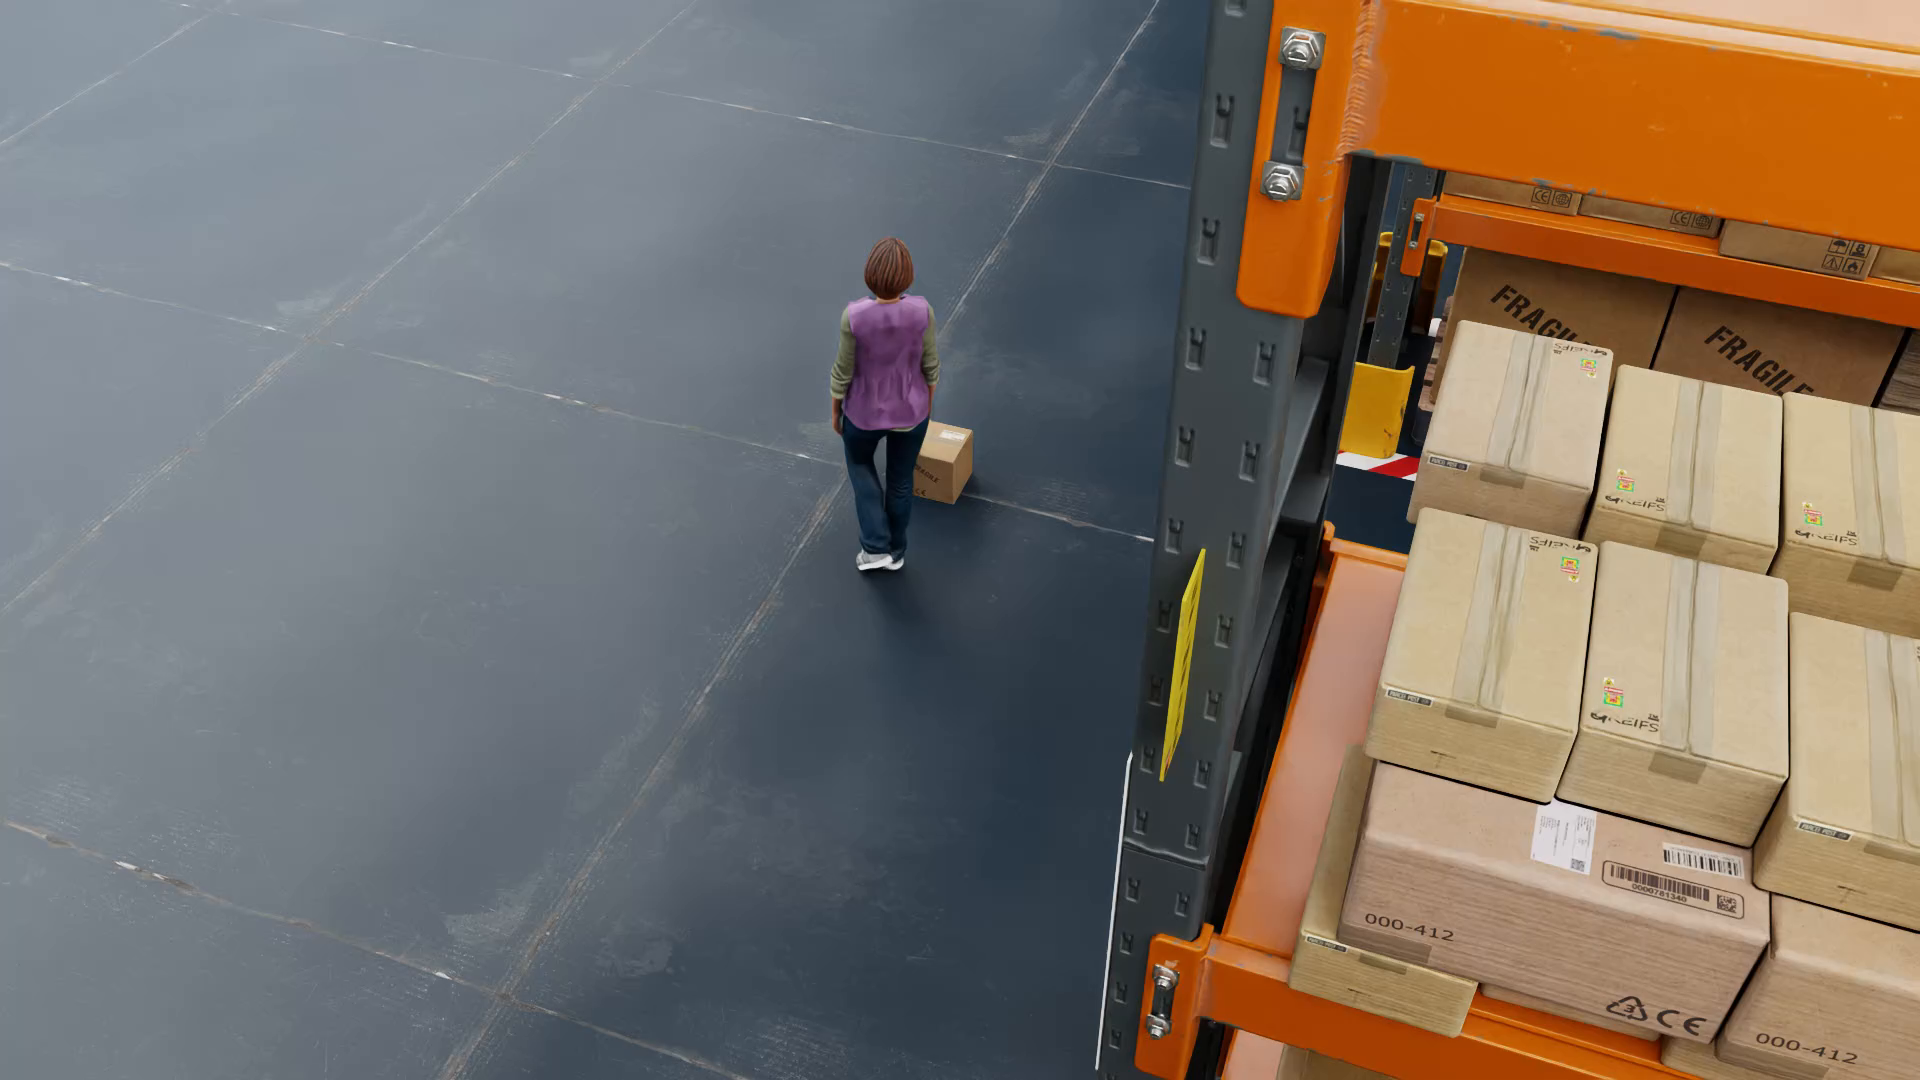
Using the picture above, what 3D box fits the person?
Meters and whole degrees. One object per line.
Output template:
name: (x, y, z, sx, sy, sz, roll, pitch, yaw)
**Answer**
person: (-0.295, -0.504, 6.711, 0.440, 1.608, 0.360, -5, 42, -6)
